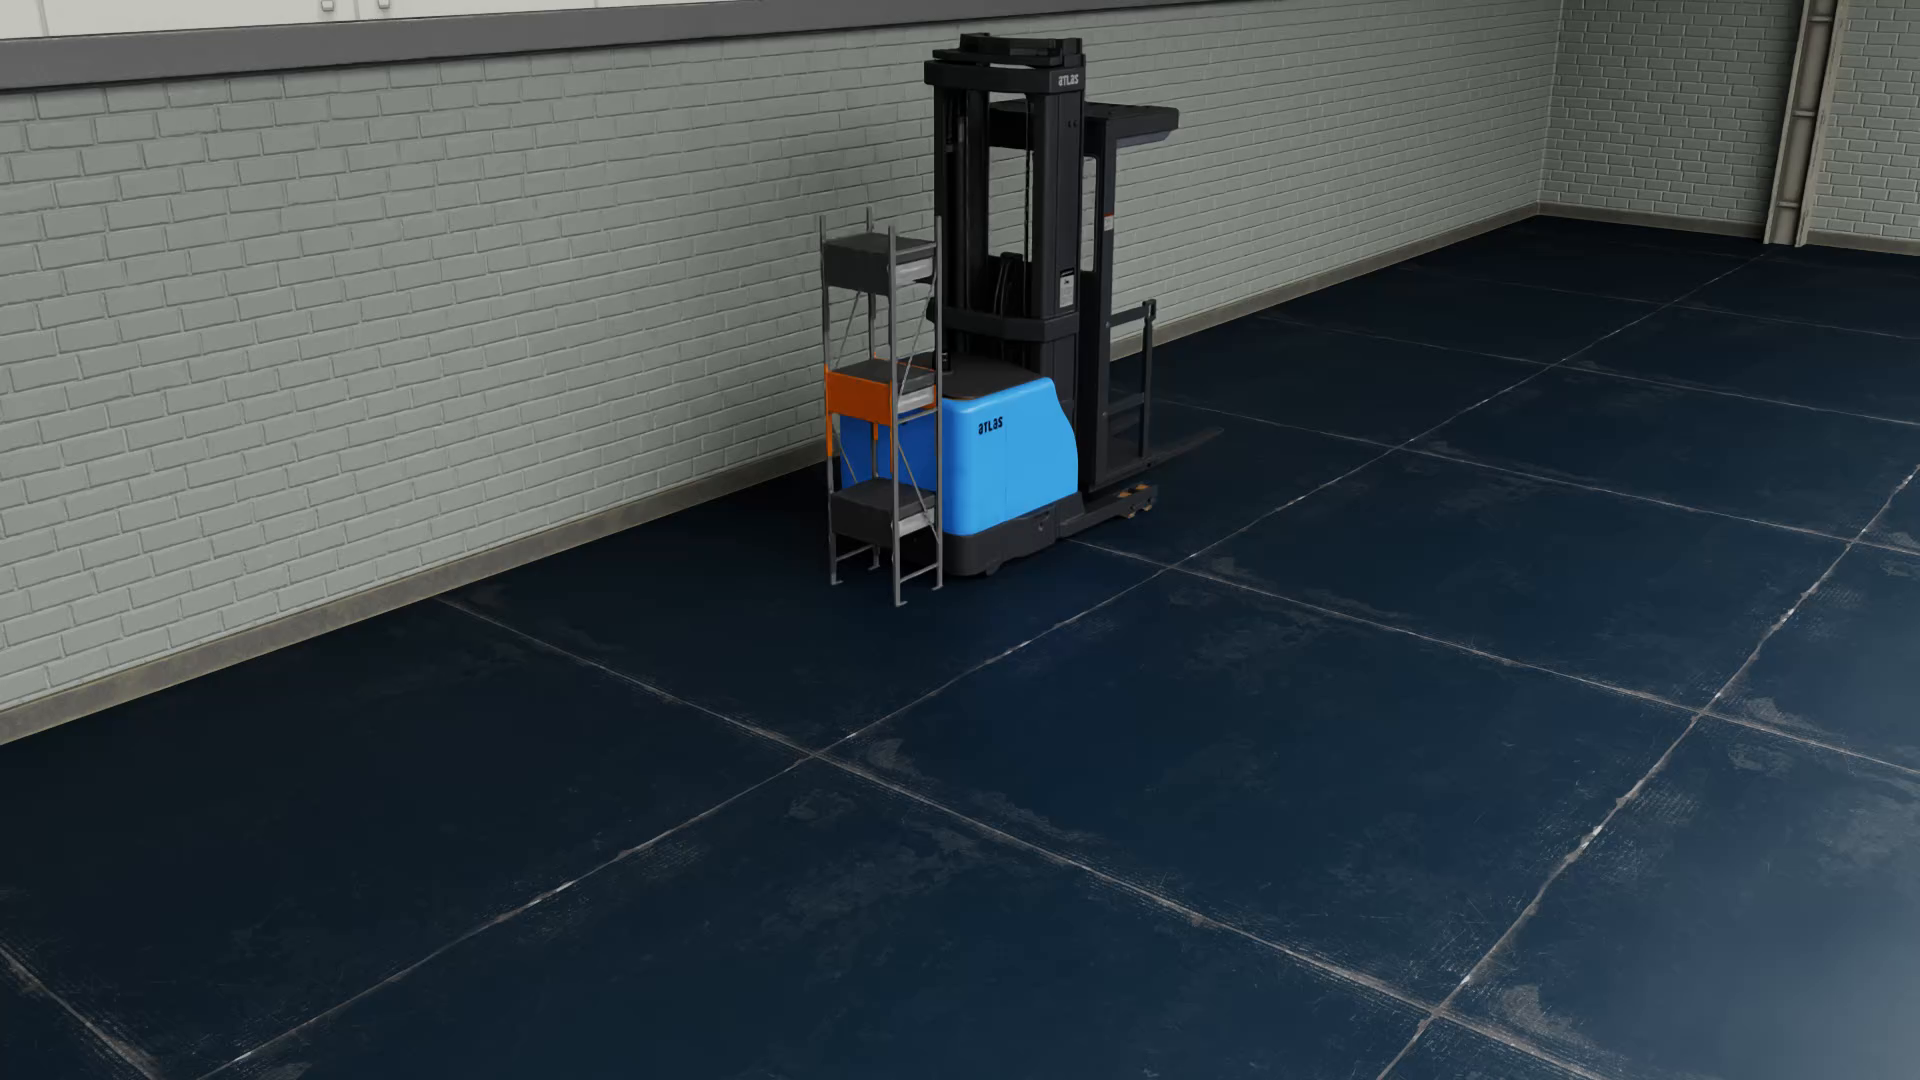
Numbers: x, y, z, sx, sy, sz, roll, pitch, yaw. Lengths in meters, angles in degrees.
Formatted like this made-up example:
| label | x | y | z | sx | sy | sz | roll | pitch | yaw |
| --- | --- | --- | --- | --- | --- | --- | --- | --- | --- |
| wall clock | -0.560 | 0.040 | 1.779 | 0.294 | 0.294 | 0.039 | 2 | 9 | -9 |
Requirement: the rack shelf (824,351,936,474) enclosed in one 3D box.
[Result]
| label | x | y | z | sx | sy | sz | roll | pitch | yaw |
| --- | --- | --- | --- | --- | --- | --- | --- | --- | --- |
| rack shelf | -0.419 | -0.706 | 9.104 | 0.480 | 0.518 | 0.431 | 16 | 26 | 37 |

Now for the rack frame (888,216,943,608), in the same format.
| label | x | y | z | sx | sy | sz | roll | pitch | yaw |
| --- | --- | --- | --- | --- | --- | --- | --- | --- | --- |
| rack frame | -0.231 | -0.664 | 8.954 | 0.015 | 2.100 | 0.400 | 16 | 26 | 37 |

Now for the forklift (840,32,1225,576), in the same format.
| label | x | y | z | sx | sy | sz | roll | pitch | yaw |
| --- | --- | --- | --- | --- | --- | --- | --- | --- | --- |
| forklift | 0.616 | -1.610 | 10.284 | 1.130 | 2.935 | 3.031 | 17 | 26 | 37 |

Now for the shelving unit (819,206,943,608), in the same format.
| label | x | y | z | sx | sy | sz | roll | pitch | yaw |
| --- | --- | --- | --- | --- | --- | --- | --- | --- | --- |
| shelving unit | -0.419 | -0.719 | 9.099 | 0.503 | 2.100 | 0.431 | 16 | 26 | 37 |

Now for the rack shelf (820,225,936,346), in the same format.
| label | x | y | z | sx | sy | sz | roll | pitch | yaw |
| --- | --- | --- | --- | --- | --- | --- | --- | --- | --- |
| rack shelf | -0.419 | -1.361 | 8.857 | 0.480 | 0.518 | 0.431 | 16 | 26 | 37 |

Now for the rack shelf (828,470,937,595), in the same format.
| label | x | y | z | sx | sy | sz | roll | pitch | yaw |
| --- | --- | --- | --- | --- | --- | --- | --- | --- | --- |
| rack shelf | -0.419 | -0.051 | 9.351 | 0.480 | 0.518 | 0.431 | 16 | 26 | 37 |

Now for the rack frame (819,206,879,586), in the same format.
| label | x | y | z | sx | sy | sz | roll | pitch | yaw |
| --- | --- | --- | --- | --- | --- | --- | --- | --- | --- |
| rack frame | -0.607 | -0.774 | 9.245 | 0.015 | 2.100 | 0.400 | 16 | 26 | 37 |

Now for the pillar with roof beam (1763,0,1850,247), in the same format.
| label | x | y | z | sx | sy | sz | roll | pitch | yaw |
| --- | --- | --- | --- | --- | --- | --- | --- | --- | --- |
| pillar with roof beam | 6.848 | -6.478 | 14.593 | 0.400 | 9.000 | 9.100 | 16 | 26 | 36 |
